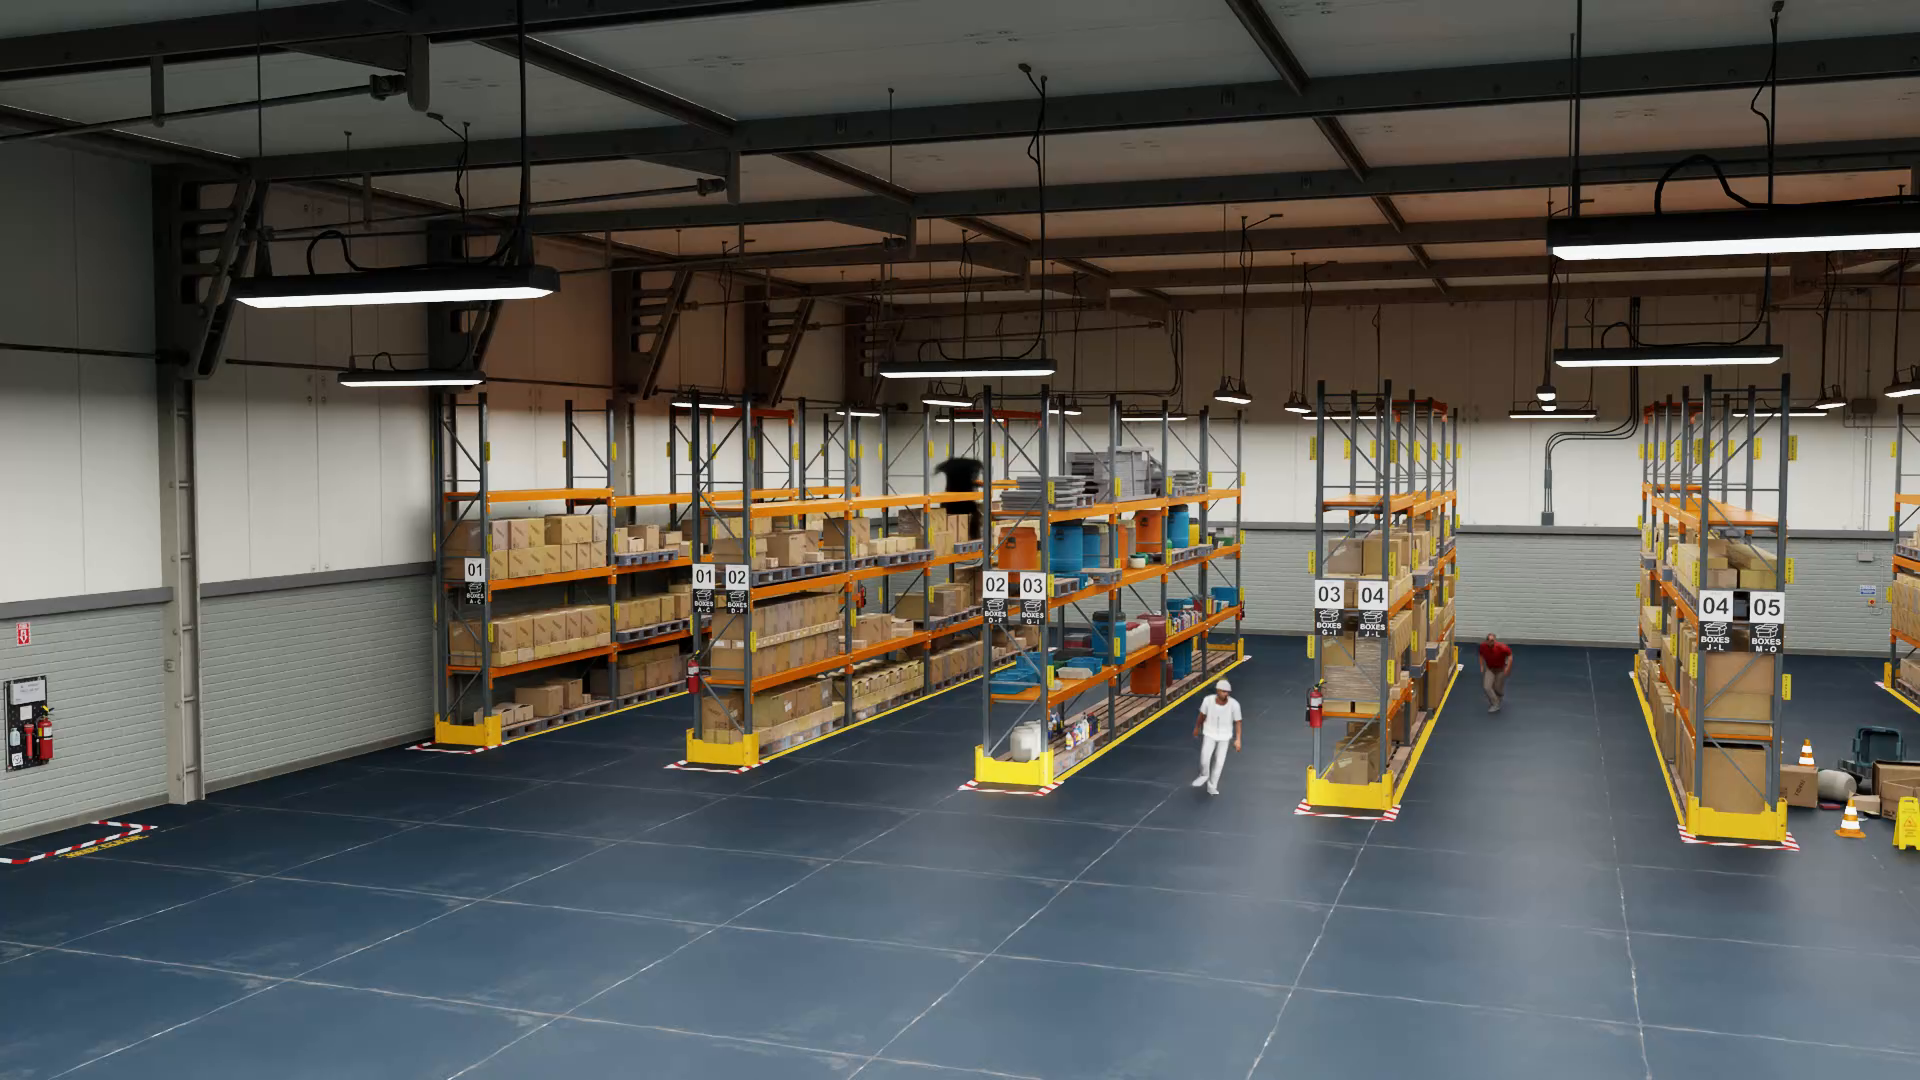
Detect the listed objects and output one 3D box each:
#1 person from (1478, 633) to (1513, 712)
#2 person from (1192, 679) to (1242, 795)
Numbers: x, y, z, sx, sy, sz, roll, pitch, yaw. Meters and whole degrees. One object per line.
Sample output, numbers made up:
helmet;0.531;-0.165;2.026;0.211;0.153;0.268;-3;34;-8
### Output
person;10.349;2.530;32.047;0.670;1.553;0.971;2;4;32
person;3.732;2.863;24.141;0.706;1.715;0.626;0;3;5
